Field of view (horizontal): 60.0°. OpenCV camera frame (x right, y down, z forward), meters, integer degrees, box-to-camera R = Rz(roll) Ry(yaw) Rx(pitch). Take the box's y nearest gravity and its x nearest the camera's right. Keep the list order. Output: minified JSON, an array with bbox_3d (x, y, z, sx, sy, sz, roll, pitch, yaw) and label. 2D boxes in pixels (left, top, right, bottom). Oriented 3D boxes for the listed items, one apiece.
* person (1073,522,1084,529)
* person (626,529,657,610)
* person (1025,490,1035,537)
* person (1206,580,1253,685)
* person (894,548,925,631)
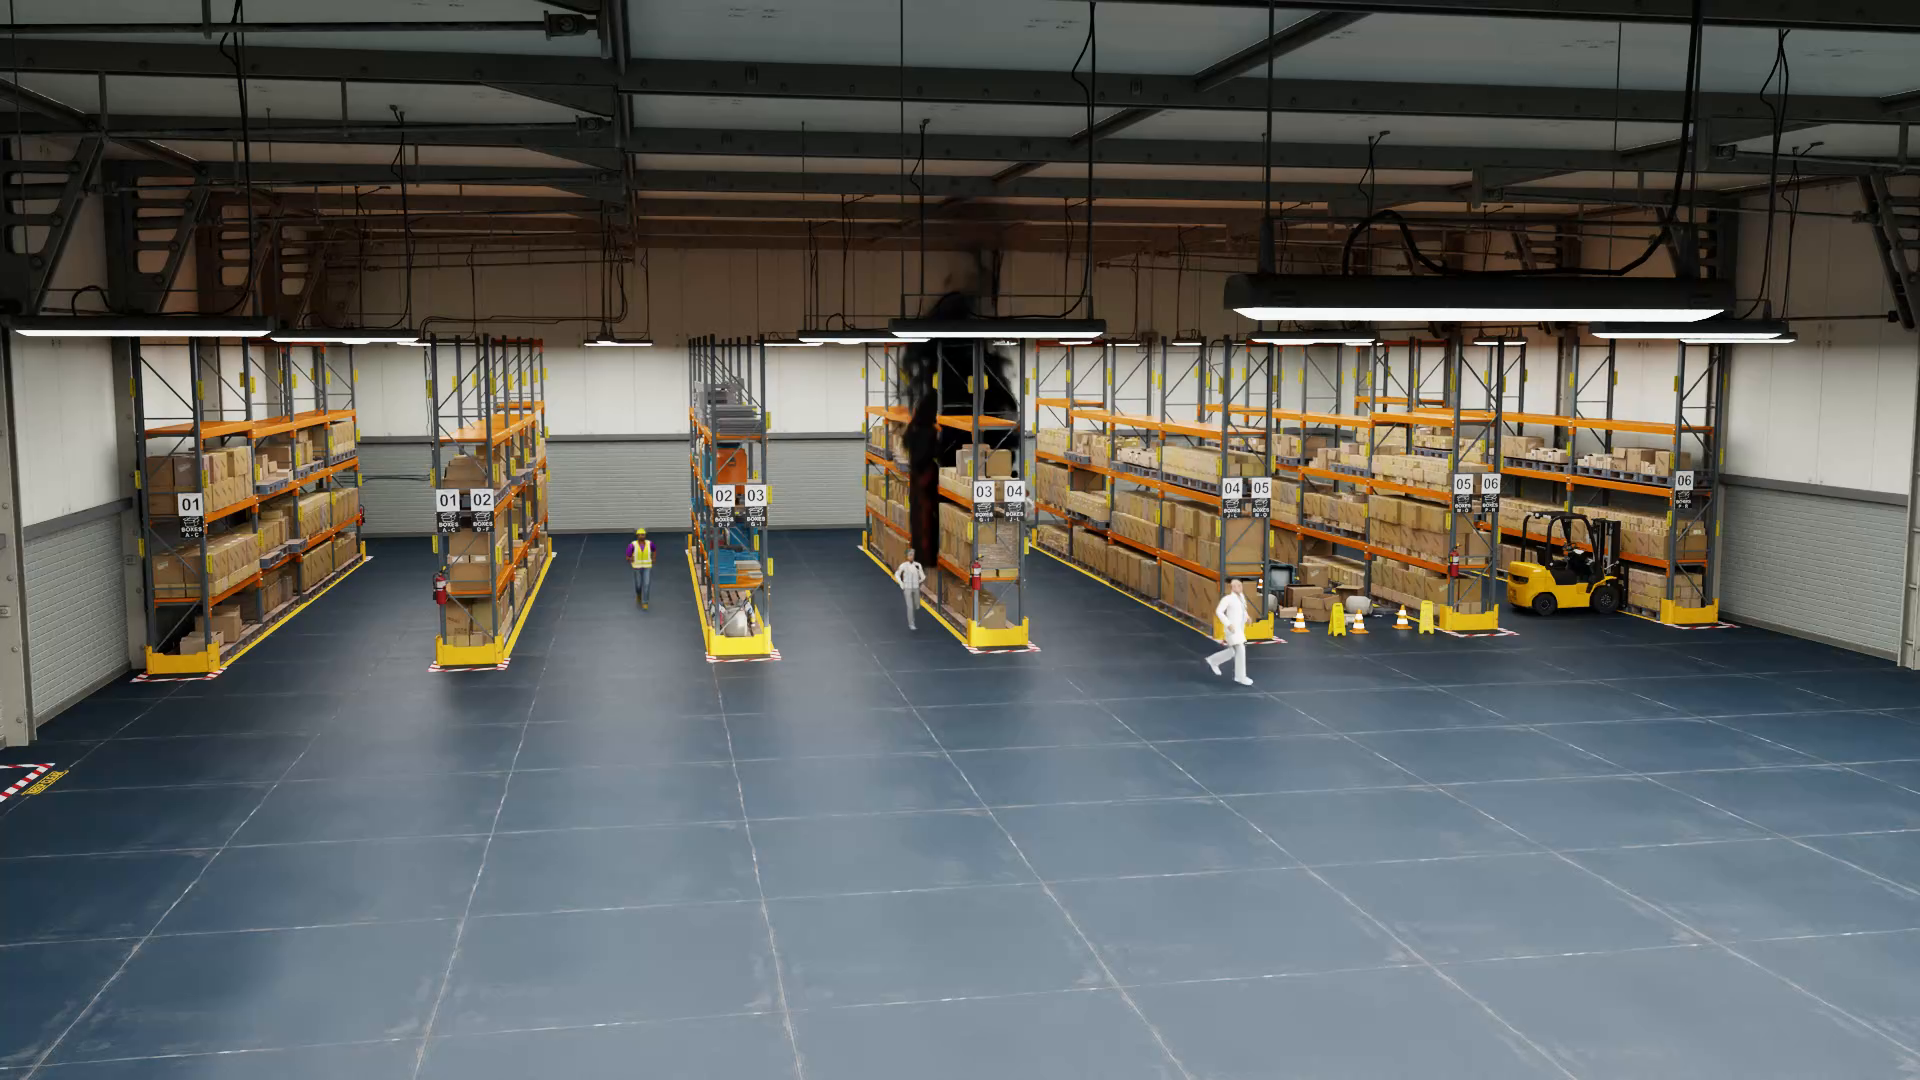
[{"bbox_3d":[3.501,-0.790,49.997,0.523,1.587,0.715,6,9,44],"label":"person"},{"bbox_3d":[-7.059,0.579,36.878,0.700,1.684,0.834,-2,7,-16],"label":"person"},{"bbox_3d":[1.884,-0.727,49.533,0.764,1.554,0.616,-3,7,-23],"label":"person"},{"bbox_3d":[4.668,1.558,28.648,0.936,1.783,0.710,5,8,35],"label":"person"},{"bbox_3d":[-1.016,0.992,34.118,0.625,1.660,0.767,-2,7,-15],"label":"person"}]
